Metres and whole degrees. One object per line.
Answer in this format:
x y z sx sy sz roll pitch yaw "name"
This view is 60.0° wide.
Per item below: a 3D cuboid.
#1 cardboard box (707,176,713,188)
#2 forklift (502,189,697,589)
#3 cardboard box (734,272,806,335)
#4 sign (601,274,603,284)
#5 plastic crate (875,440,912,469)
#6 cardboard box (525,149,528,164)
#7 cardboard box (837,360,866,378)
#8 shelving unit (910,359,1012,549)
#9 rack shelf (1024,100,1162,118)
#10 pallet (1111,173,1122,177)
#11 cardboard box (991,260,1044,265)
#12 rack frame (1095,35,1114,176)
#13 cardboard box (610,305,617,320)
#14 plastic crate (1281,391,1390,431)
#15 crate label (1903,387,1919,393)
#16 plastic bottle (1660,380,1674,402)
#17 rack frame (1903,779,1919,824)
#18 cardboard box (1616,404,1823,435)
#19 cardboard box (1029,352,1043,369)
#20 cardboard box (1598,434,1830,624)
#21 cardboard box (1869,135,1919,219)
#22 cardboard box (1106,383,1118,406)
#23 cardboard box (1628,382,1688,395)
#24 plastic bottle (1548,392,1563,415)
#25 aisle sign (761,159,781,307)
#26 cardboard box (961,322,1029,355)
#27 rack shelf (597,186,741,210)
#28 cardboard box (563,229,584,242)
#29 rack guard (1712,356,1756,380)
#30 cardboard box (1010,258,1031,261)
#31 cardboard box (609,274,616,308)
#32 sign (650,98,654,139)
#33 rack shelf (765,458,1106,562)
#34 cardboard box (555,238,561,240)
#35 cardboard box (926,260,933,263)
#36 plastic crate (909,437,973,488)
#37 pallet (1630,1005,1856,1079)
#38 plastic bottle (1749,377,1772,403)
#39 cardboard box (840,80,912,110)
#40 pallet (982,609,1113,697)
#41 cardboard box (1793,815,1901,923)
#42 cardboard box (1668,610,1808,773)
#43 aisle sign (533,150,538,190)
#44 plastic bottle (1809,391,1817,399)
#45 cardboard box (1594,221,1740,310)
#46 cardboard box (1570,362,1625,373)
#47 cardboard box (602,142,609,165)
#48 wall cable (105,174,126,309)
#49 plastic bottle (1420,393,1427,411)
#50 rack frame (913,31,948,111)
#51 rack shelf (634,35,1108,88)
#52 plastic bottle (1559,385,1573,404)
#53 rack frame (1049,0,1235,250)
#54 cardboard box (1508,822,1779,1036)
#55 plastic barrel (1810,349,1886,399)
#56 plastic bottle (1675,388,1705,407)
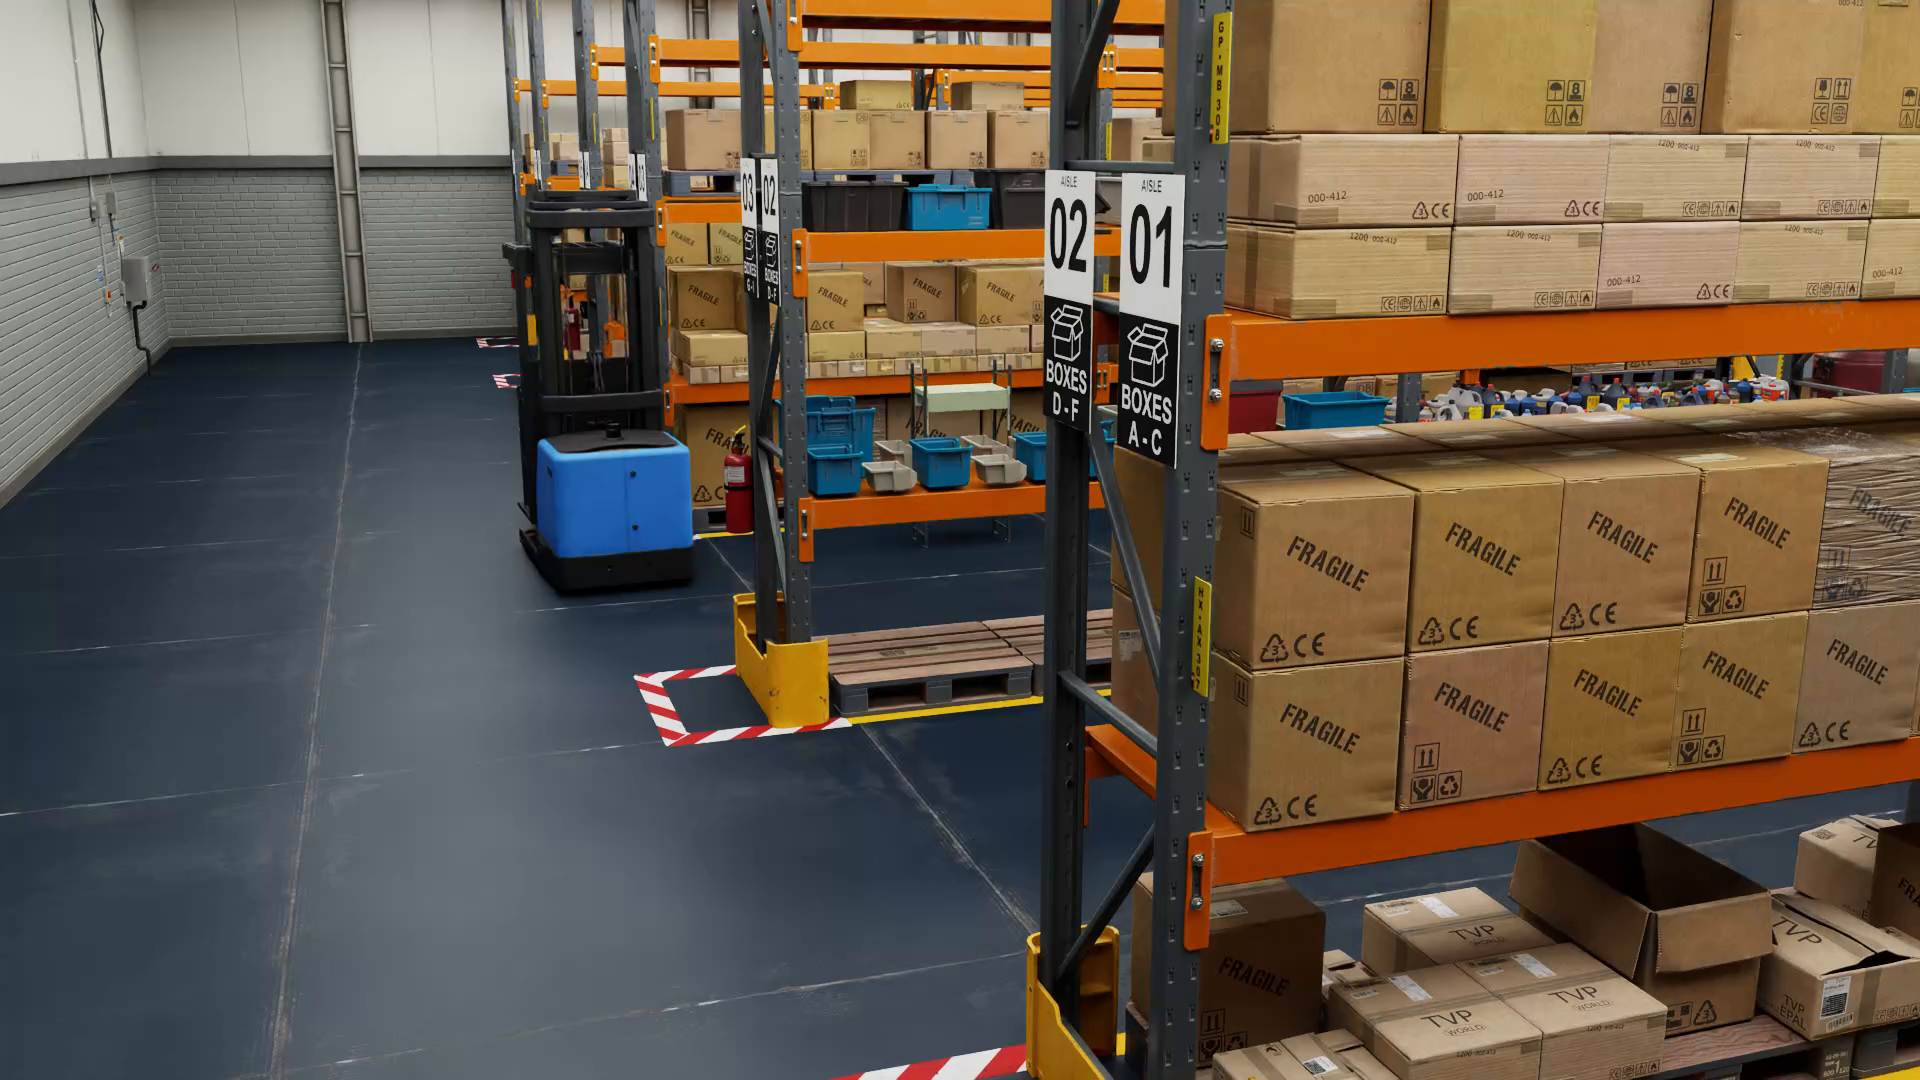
-2.651 -4.137 18.897 0.500 0.250 0.500 -5 14 -20 "cardboard box"
-3.039 -1.353 13.496 1.130 2.935 3.031 -5 14 -22 "forklift"
-1.641 -2.050 14.338 0.500 0.500 0.500 -5 14 -19 "cardboard box"
-3.969 -2.997 18.391 0.005 0.325 0.100 -4 14 -18 "sign"
-0.361 -0.514 10.264 0.243 0.136 0.396 -4 14 -18 "plastic crate"
-7.069 -6.485 28.125 0.500 0.250 0.500 -5 14 -19 "cardboard box"
-0.997 -1.527 14.623 0.250 0.149 0.380 -5 14 -19 "cardboard box"
0.006 -0.730 13.971 0.755 1.500 0.431 -4 14 -18 "shelving unit"
2.074 -7.974 30.638 4.000 0.370 1.077 -4 14 -18 "rack shelf"
1.988 -3.340 15.633 1.217 0.209 0.805 -5 14 -20 "pallet"
0.599 -2.352 15.611 0.500 0.500 0.500 -4 14 -18 "cardboard box"
1.135 -4.814 14.934 0.127 3.000 1.000 -4 14 -18 "rack frame"
-3.923 -2.659 19.383 0.250 0.149 0.380 -4 14 -18 "cardboard box"
2.381 -0.721 10.597 0.575 0.384 0.392 -4 14 -18 "plastic crate"
7.025 -0.972 12.107 0.416 0.233 0.303 -4 14 -18 "crate label"
5.194 -1.035 12.265 0.133 0.283 0.061 -4 14 -18 "plastic bottle"
4.291 0.278 6.493 0.127 3.000 1.000 -4 14 -18 "rack frame"
2.778 -0.208 6.159 0.500 0.500 0.500 -5 14 -20 "cardboard box"
0.706 -1.659 15.180 0.250 0.149 0.380 -4 14 -17 "cardboard box"
2.454 -0.051 5.497 0.500 0.500 0.500 -5 14 -19 "cardboard box"
2.967 -1.184 5.399 0.500 0.250 0.500 -4 14 -18 "cardboard box"
1.735 -1.117 16.042 0.875 0.875 1.225 -4 14 -18 "cardboard box"
7.670 -1.412 18.047 0.500 0.500 0.700 -5 14 -18 "cardboard box"
4.214 -0.911 11.771 0.097 0.271 0.097 0 13 0 "plastic bottle"
-1.050 -1.708 9.223 0.004 0.787 0.394 -4 14 -18 "aisle sign"
0.311 -1.838 15.069 0.500 0.250 0.500 -4 14 -16 "cardboard box"
-2.247 -3.952 19.348 4.000 0.370 1.077 -4 14 -18 "rack shelf"
-5.271 -4.281 23.284 0.500 0.500 0.500 -5 14 -19 "cardboard box"
11.045 -2.662 24.253 0.348 0.500 1.175 -4 14 -18 "rack guard"
0.675 -3.330 20.012 0.250 0.149 0.380 -4 14 -18 "cardboard box"
-3.798 -2.978 19.322 0.500 0.500 0.500 -4 14 -17 "cardboard box"
-2.485 -3.401 13.416 0.005 0.325 0.100 -4 14 -18 "sign"
0.819 -0.311 10.524 4.000 0.370 1.077 -4 14 -18 "rack shelf"
-7.052 -5.026 28.470 0.500 0.250 0.500 -4 14 -16 "cardboard box"
-0.547 -4.286 24.921 0.500 0.250 0.500 -4 14 -17 "cardboard box"
-0.114 -0.456 9.810 0.300 0.233 0.416 -4 14 -18 "plastic crate"
2.481 1.776 6.221 1.213 0.211 1.003 -4 14 -18 "pallet"
5.993 -1.083 12.480 0.135 0.276 0.152 -4 14 -18 "plastic bottle"
-0.738 -3.873 14.499 0.500 0.250 0.500 -5 14 -20 "cardboard box"
0.872 0.701 10.738 1.213 0.211 1.003 -4 14 -18 "pallet"
3.824 1.355 6.822 0.500 0.311 0.500 -4 14 -18 "cardboard box"
2.443 0.437 5.606 0.500 0.500 0.500 -4 14 -17 "cardboard box"
-5.984 -5.101 23.487 0.004 0.787 0.394 -4 14 -18 "aisle sign"
6.040 -0.907 11.725 0.133 0.283 0.061 -4 14 -18 "plastic bottle"
2.019 -0.867 5.147 0.500 0.250 0.500 -4 14 -18 "cardboard box"
8.703 -2.850 23.326 0.875 0.875 0.875 -4 14 -18 "cardboard box"
-3.787 -4.415 18.982 0.500 0.250 0.500 -5 14 -20 "cardboard box"
-11.617 -4.157 22.940 0.122 1.984 0.588 -4 14 -18 "wall cable"
3.190 -0.879 11.609 0.133 0.283 0.061 -4 14 -18 "plastic bottle"
-0.351 -5.909 19.539 0.127 3.000 1.000 -4 14 -18 "rack frame"
-0.761 -4.122 14.443 4.000 0.370 1.077 -4 14 -18 "rack shelf"
4.361 -0.970 11.992 0.133 0.283 0.061 -4 14 -18 "plastic bottle"
0.500 -2.346 4.557 0.127 3.000 1.000 -4 14 -18 "rack frame"
2.512 1.418 6.143 0.637 0.503 0.797 -4 14 -18 "cardboard box"
6.849 -1.271 12.710 0.708 0.536 0.600 -4 14 -18 "plastic barrel"
5.011 -0.870 11.424 0.185 0.351 0.144 -4 14 -18 "plastic bottle"
